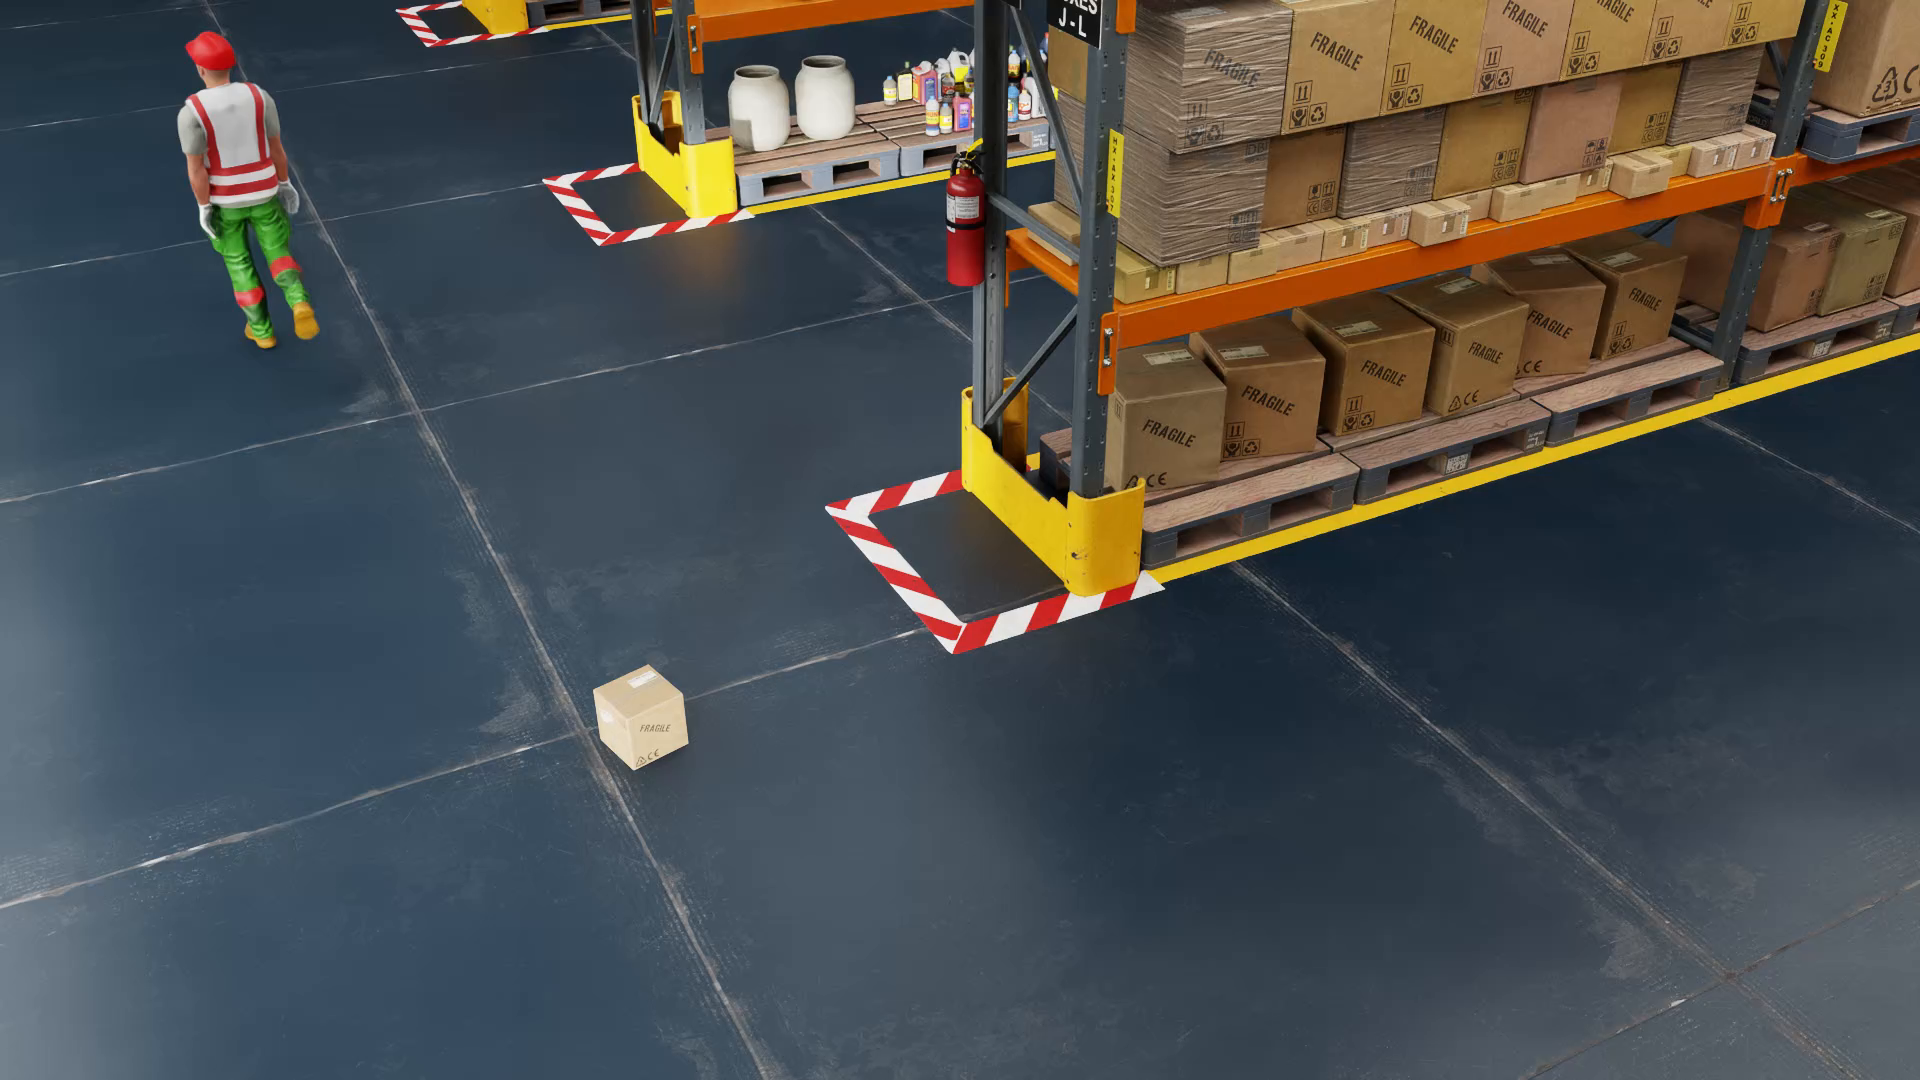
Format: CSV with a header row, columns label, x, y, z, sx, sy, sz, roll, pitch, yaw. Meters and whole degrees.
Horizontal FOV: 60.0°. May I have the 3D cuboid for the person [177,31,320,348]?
label,x,y,z,sx,sy,sz,roll,pitch,yaw
person,-3.841,-1.851,8.960,0.550,1.774,0.632,-23,39,-31
